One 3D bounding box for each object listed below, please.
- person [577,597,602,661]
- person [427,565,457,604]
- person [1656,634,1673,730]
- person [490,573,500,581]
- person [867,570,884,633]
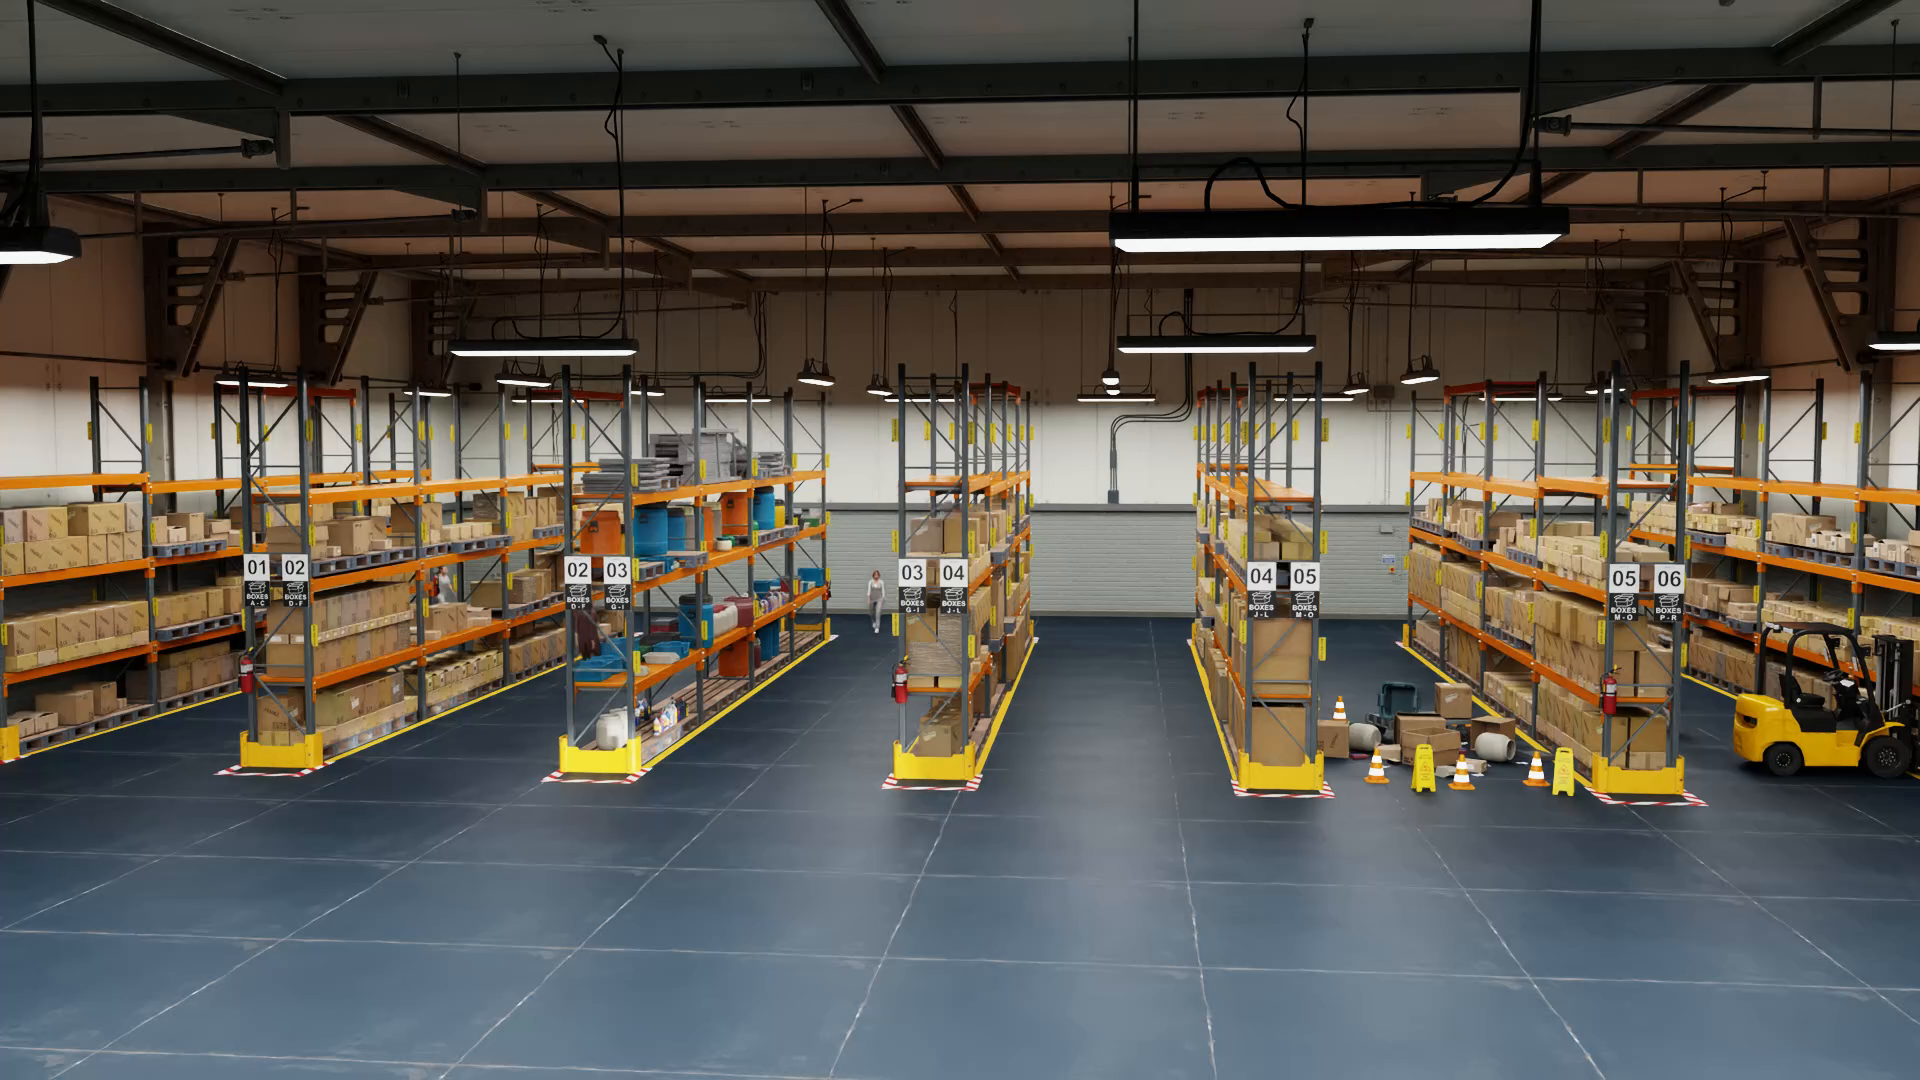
[{"bbox_3d":[-7.372,1.986,32.936,0.593,1.755,0.529,2,4,22],"label":"person"},{"bbox_3d":[-13.265,1.456,42.491,0.810,1.676,0.528,1,4,12],"label":"person"},{"bbox_3d":[11.981,2.410,28.180,0.546,1.582,0.728,0,4,-3],"label":"person"},{"bbox_3d":[-11.154,1.592,40.242,0.491,1.625,0.872,0,4,4],"label":"person"},{"bbox_3d":[-2.106,1.523,41.802,0.418,1.551,0.899,0,4,5],"label":"person"}]
